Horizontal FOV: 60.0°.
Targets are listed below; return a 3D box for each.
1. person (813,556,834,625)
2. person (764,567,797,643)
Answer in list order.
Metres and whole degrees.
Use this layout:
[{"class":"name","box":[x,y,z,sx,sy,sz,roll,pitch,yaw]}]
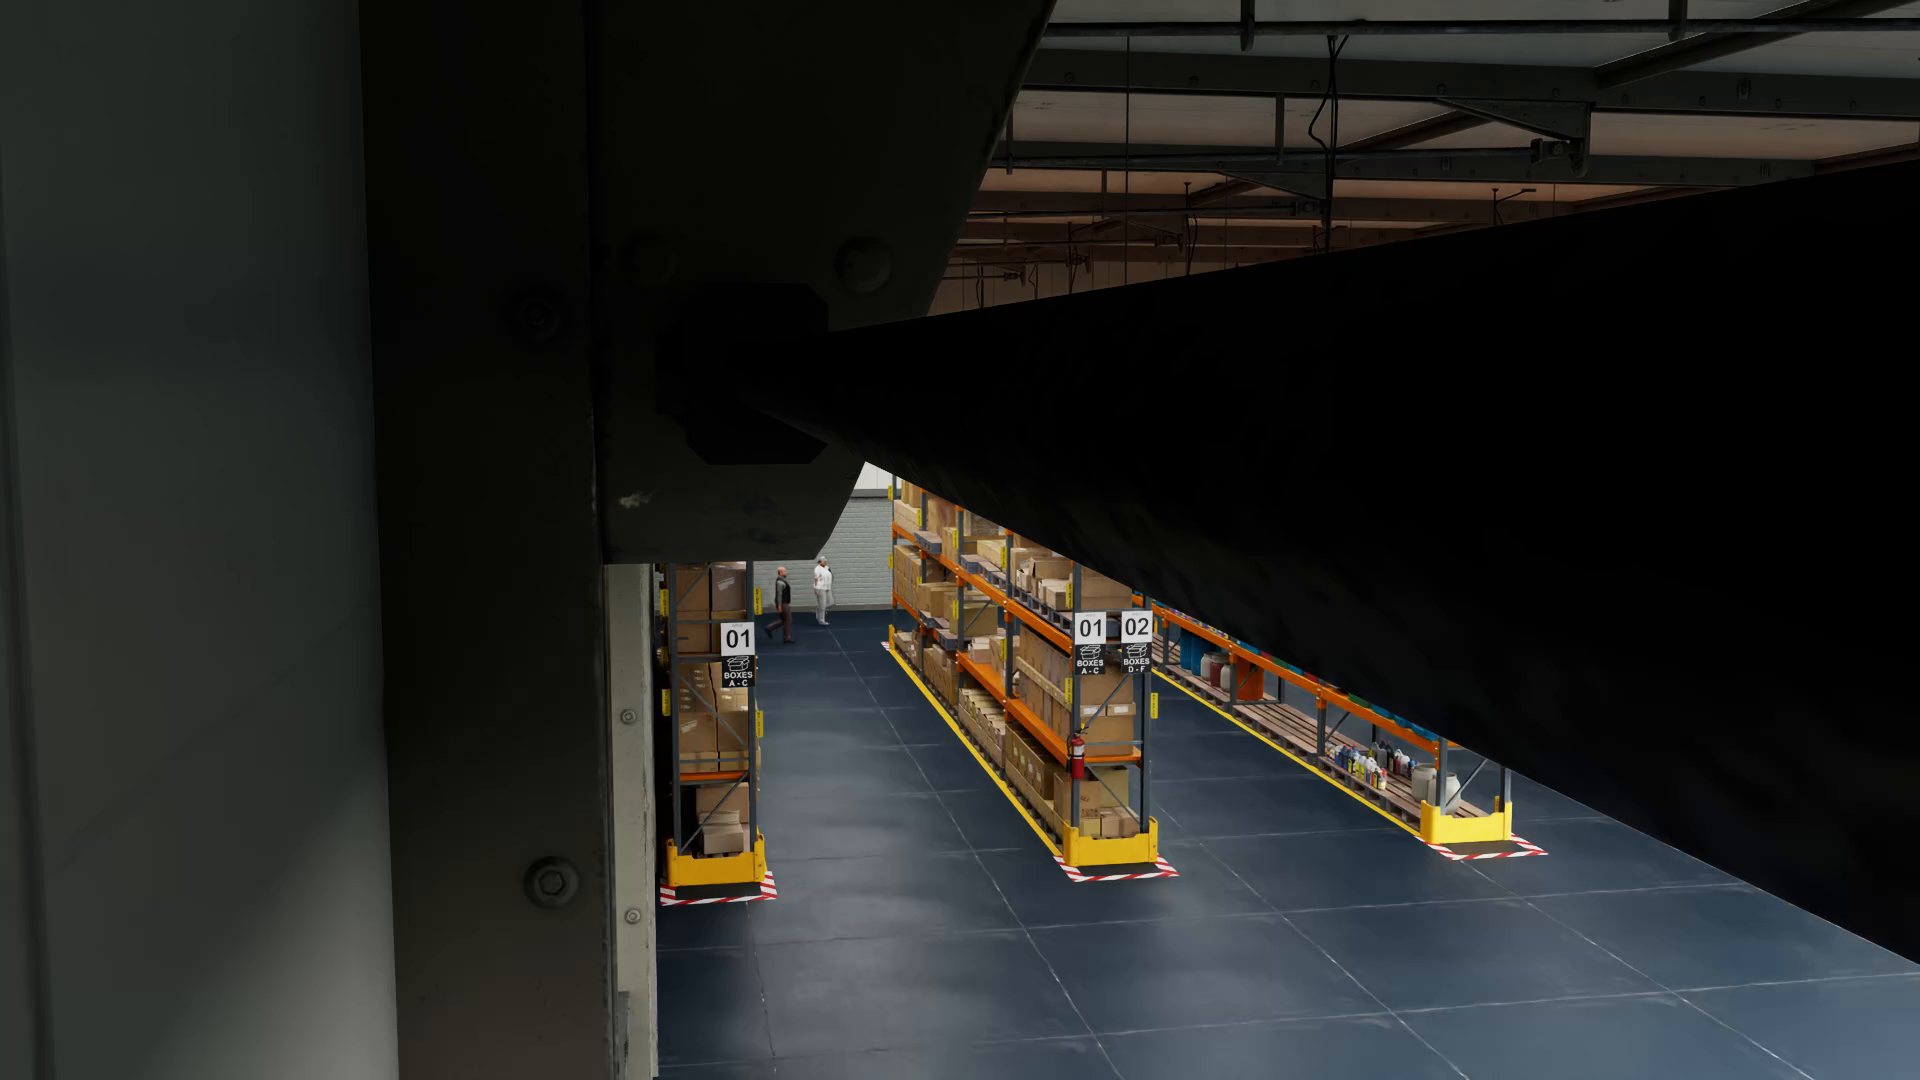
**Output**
[{"class":"person","box":[-3.308,1.188,39.831,0.533,1.651,0.487,4,7,33]},{"class":"person","box":[-4.028,1.419,37.231,0.708,1.651,0.514,-2,6,-14]}]
